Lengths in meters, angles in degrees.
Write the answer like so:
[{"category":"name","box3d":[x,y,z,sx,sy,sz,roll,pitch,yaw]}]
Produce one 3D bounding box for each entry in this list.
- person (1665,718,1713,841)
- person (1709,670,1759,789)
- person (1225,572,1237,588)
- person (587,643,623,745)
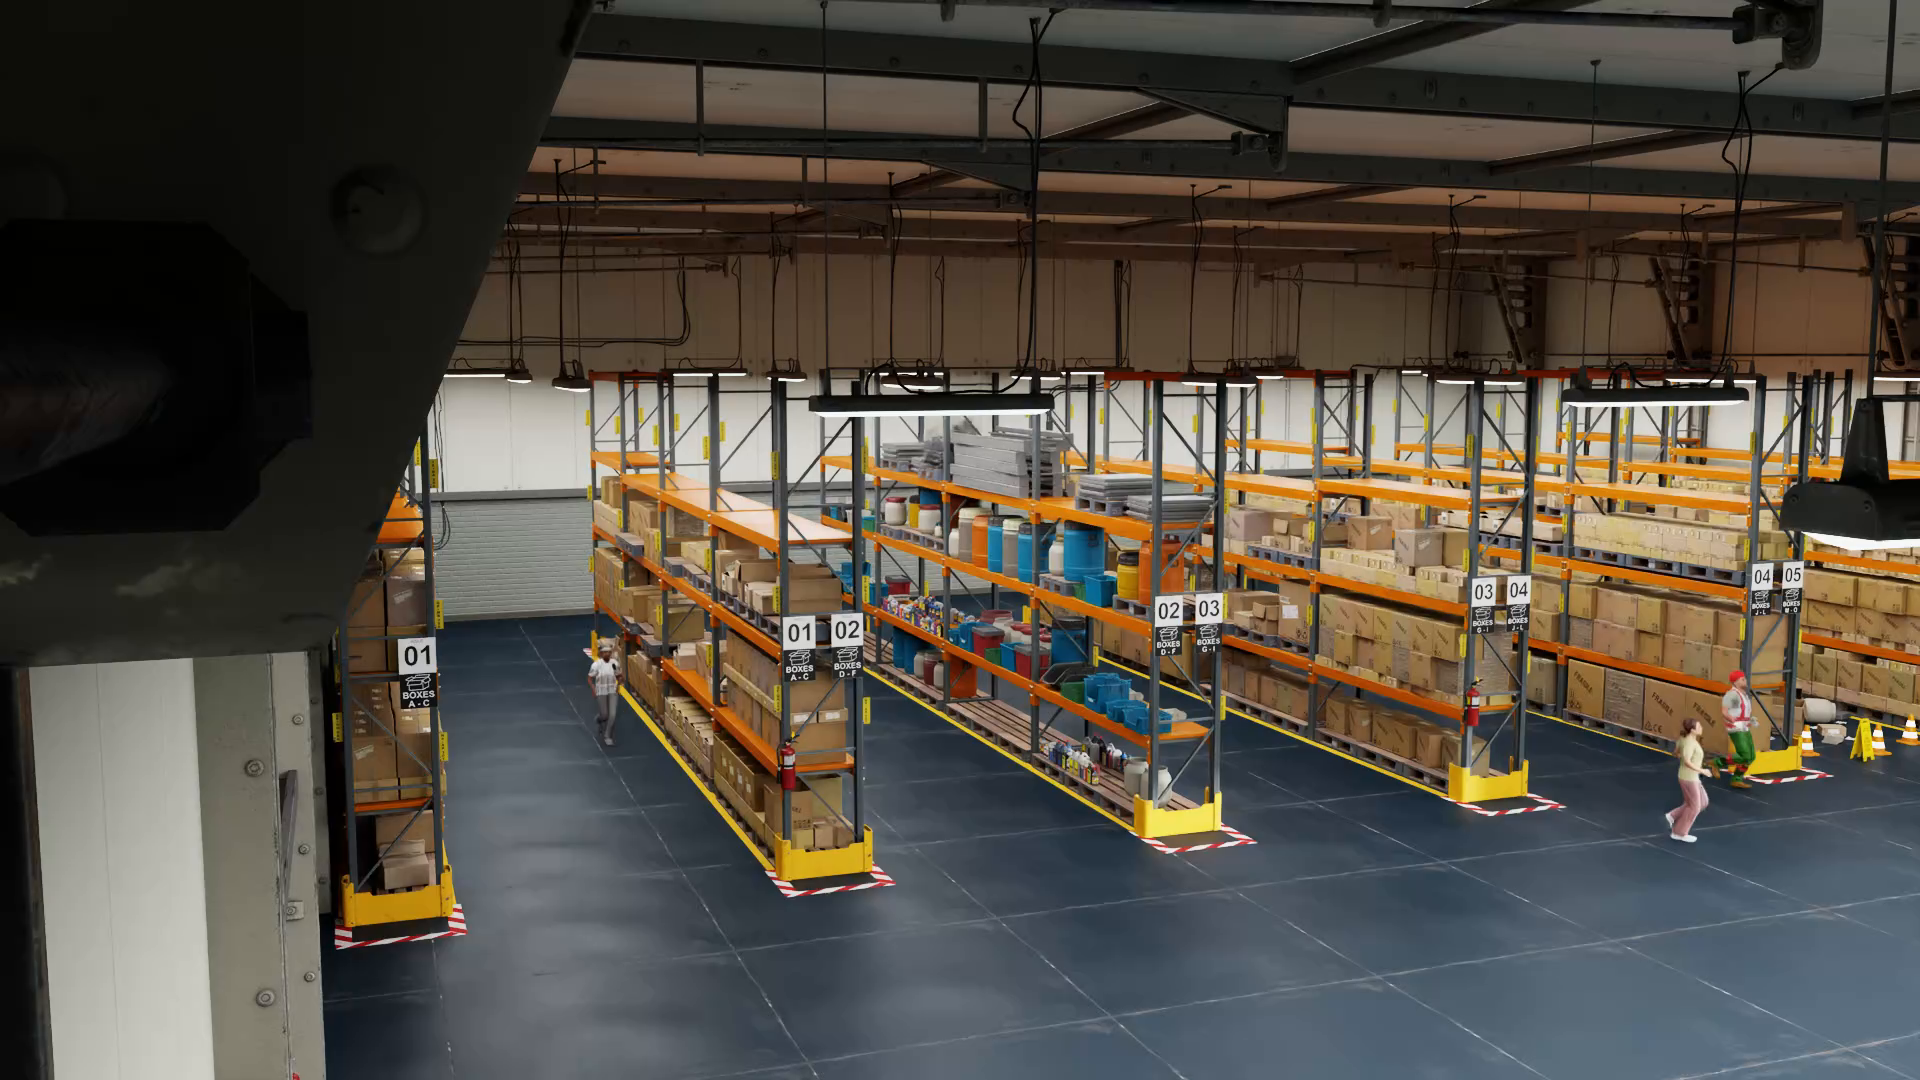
[{"category":"person","box3d":[9.479,3.116,21.610,0.534,1.625,0.598,2,7,21]},{"category":"person","box3d":[11.351,2.760,24.355,0.592,1.720,0.711,5,8,39]},{"category":"person","box3d":[6.820,0.792,41.851,0.782,1.744,0.660,-4,8,-34]},{"category":"person","box3d":[-5.772,2.494,27.151,0.576,1.664,0.565,-3,7,-24]}]
